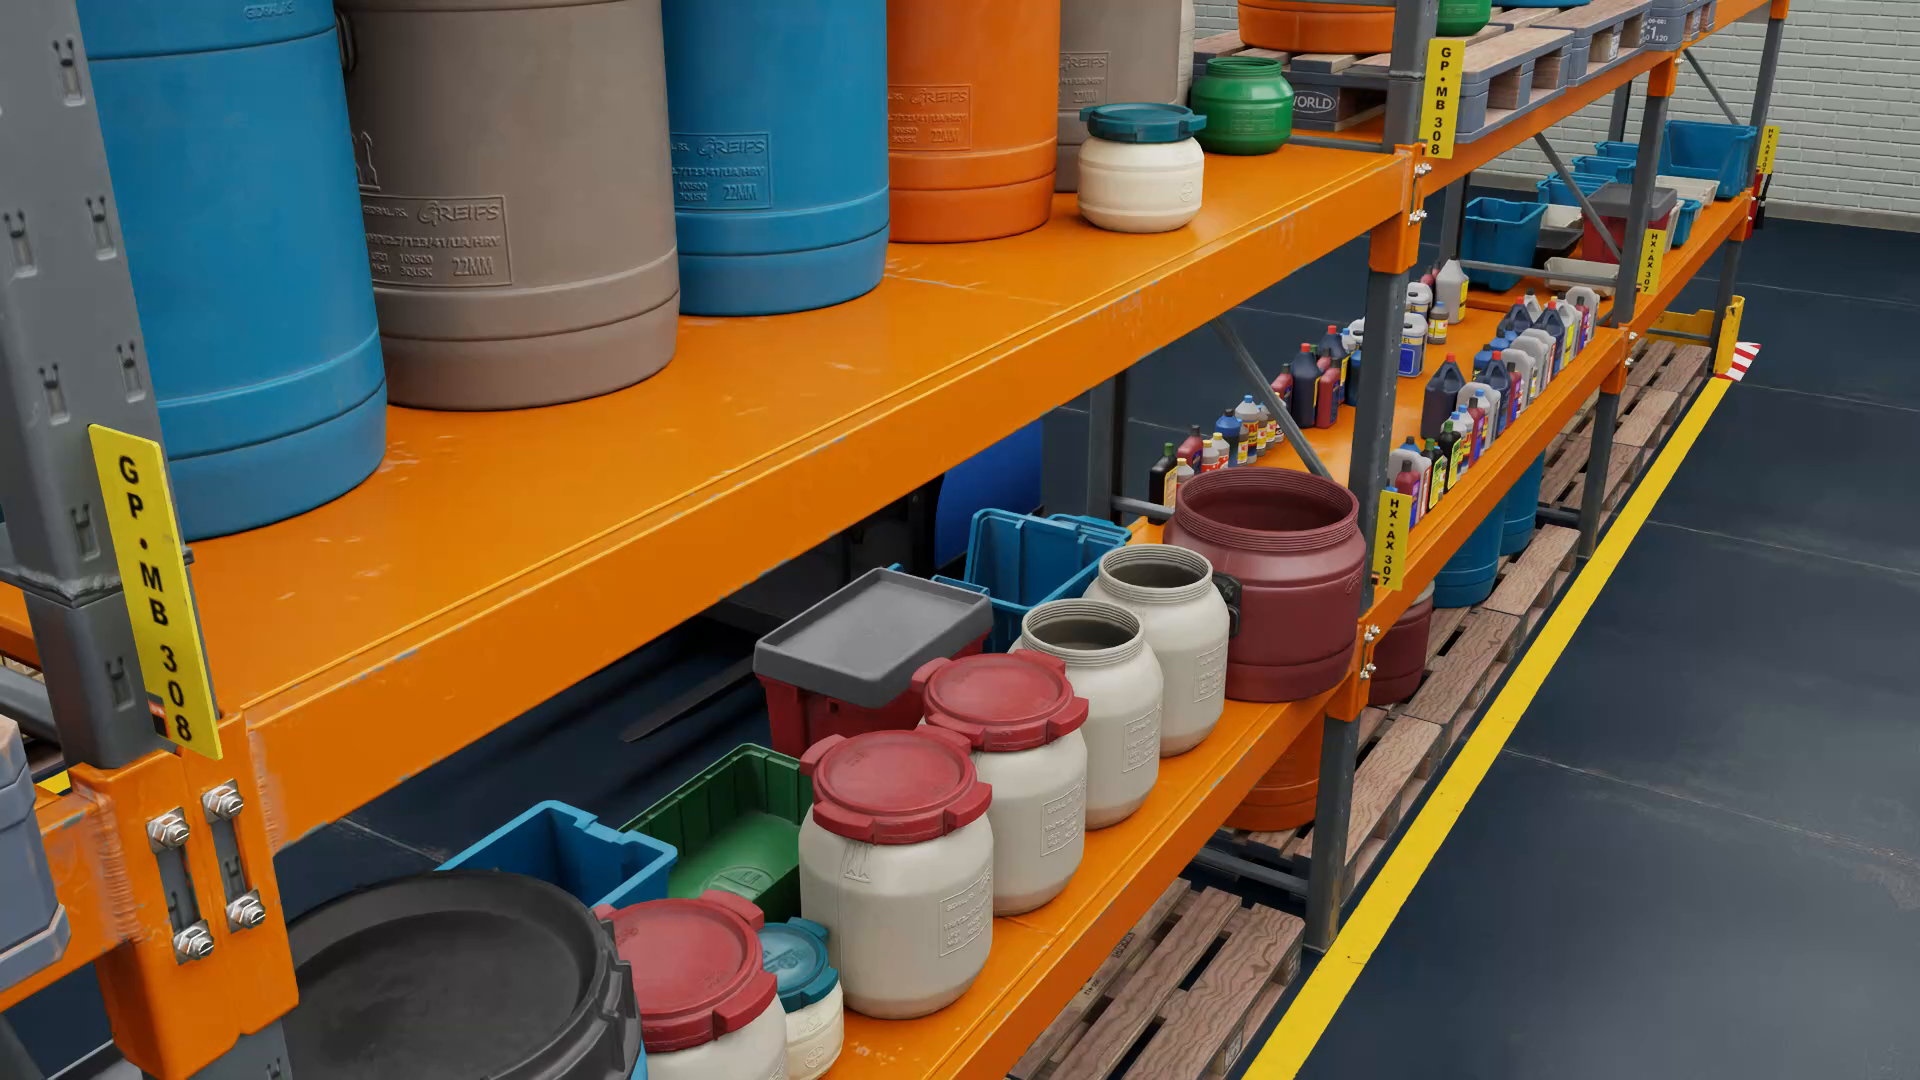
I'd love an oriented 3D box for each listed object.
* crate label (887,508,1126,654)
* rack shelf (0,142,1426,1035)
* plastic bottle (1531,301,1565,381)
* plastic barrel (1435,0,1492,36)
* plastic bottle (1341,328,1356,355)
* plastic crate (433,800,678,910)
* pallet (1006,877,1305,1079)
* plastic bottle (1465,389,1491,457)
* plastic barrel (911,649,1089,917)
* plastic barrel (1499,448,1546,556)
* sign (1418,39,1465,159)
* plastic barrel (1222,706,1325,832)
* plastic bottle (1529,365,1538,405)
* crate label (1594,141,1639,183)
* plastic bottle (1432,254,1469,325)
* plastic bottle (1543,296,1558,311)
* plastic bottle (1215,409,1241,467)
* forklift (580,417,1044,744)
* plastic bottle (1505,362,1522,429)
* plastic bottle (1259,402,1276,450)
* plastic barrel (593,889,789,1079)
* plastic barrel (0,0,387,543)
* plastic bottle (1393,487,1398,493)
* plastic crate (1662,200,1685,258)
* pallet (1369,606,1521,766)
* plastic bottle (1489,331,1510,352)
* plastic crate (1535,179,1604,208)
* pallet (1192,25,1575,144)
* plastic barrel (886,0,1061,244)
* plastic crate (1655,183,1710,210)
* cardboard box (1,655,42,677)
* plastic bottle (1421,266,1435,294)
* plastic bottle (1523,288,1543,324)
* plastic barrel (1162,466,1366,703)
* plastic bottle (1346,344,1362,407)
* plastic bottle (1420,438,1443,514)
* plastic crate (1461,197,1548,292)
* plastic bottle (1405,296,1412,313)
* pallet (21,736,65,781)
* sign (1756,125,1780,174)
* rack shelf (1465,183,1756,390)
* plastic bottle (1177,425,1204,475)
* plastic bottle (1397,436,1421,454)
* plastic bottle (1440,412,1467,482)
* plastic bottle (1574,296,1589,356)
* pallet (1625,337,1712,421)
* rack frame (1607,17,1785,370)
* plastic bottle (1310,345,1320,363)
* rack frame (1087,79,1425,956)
[{"bbox_3d":[0.140,0.227,4.904,0.502,0.435,0.616,14,27,29],"label":"crate label"},{"bbox_3d":[-0.161,-0.406,3.543,1.077,0.370,4.000,14,27,29],"label":"rack shelf"},{"bbox_3d":[2.699,-0.921,7.664,0.144,0.351,0.185,14,27,29],"label":"plastic bottle"},{"bbox_3d":[1.648,-1.842,5.621,0.294,0.245,0.294,0,23,0],"label":"plastic barrel"},{"bbox_3d":[1.740,-0.825,7.543,0.097,0.271,0.097,0,23,0],"label":"plastic bottle"},{"bbox_3d":[-0.899,0.885,3.450,0.392,0.384,0.575,14,27,29],"label":"plastic crate"},{"bbox_3d":[0.452,1.498,5.524,1.003,0.211,1.213,14,27,29],"label":"pallet"},{"bbox_3d":[2.090,-0.477,6.739,0.097,0.271,0.097,0,23,0],"label":"plastic bottle"},{"bbox_3d":[0.090,0.582,3.958,0.433,0.535,0.433,0,23,0],"label":"plastic barrel"},{"bbox_3d":[2.702,-0.435,8.591,0.600,0.901,0.708,14,27,29],"label":"plastic barrel"},{"bbox_3d":[1.365,-1.251,4.719,0.100,0.325,0.005,14,27,29],"label":"sign"},{"bbox_3d":[1.137,0.600,6.292,0.600,0.830,0.708,14,27,29],"label":"plastic barrel"},{"bbox_3d":[2.503,-0.709,7.363,0.097,0.201,0.097,0,23,0],"label":"plastic bottle"},{"bbox_3d":[4.704,-2.671,11.780,0.416,0.233,0.303,14,27,29],"label":"crate label"},{"bbox_3d":[2.521,-1.298,8.534,0.144,0.351,0.185,14,27,29],"label":"plastic bottle"},{"bbox_3d":[2.954,-1.113,8.295,0.097,0.201,0.097,0,23,0],"label":"plastic bottle"},{"bbox_3d":[1.045,-0.381,6.515,0.097,0.271,0.097,0,23,0],"label":"plastic bottle"},{"bbox_3d":[-0.789,-0.887,7.609,1.130,2.935,3.031,15,28,31],"label":"forklift"},{"bbox_3d":[2.335,-0.626,7.067,0.061,0.283,0.133,14,27,29],"label":"plastic bottle"},{"bbox_3d":[1.251,-0.480,6.833,0.097,0.201,0.097,0,23,0],"label":"plastic bottle"},{"bbox_3d":[-0.525,0.976,3.049,0.433,0.535,0.433,0,23,0],"label":"plastic barrel"},{"bbox_3d":[-1.133,-0.509,2.242,0.600,0.901,0.708,14,27,29],"label":"plastic barrel"},{"bbox_3d":[1.532,-0.088,5.928,0.097,0.201,0.097,0,23,0],"label":"plastic bottle"},{"bbox_3d":[3.965,-1.835,9.786,0.437,0.282,0.530,14,27,29],"label":"plastic crate"},{"bbox_3d":[1.918,0.560,7.691,1.003,0.211,1.213,14,27,29],"label":"pallet"},{"bbox_3d":[2.425,-0.806,7.498,0.097,0.271,0.097,0,23,0],"label":"plastic bottle"},{"bbox_3d":[3.851,-2.126,10.520,0.416,0.233,0.300,14,27,29],"label":"plastic crate"},{"bbox_3d":[1.380,-1.562,5.546,1.003,0.211,1.213,14,27,29],"label":"pallet"},{"bbox_3d":[-0.069,-1.156,3.829,0.600,0.830,0.708,14,27,29],"label":"plastic barrel"},{"bbox_3d":[4.672,-2.234,10.890,0.396,0.136,0.243,14,27,29],"label":"plastic crate"},{"bbox_3d":[-3.917,0.313,6.979,0.500,0.311,0.500,14,27,29],"label":"cardboard box"},{"bbox_3d":[2.377,-1.252,8.513,0.061,0.283,0.133,14,27,29],"label":"plastic bottle"},{"bbox_3d":[2.674,-1.014,7.878,0.144,0.351,0.185,14,27,29],"label":"plastic bottle"},{"bbox_3d":[0.906,0.123,5.020,0.600,0.536,0.708,14,27,29],"label":"plastic barrel"},{"bbox_3d":[1.760,-0.729,7.321,0.097,0.271,0.097,0,23,0],"label":"plastic bottle"},{"bbox_3d":[1.750,-0.252,6.202,0.061,0.283,0.133,14,27,29],"label":"plastic bottle"},{"bbox_3d":[2.960,-1.634,9.194,0.392,0.384,0.575,14,27,29],"label":"plastic crate"},{"bbox_3d":[2.158,-1.093,8.160,0.097,0.271,0.097,0,23,0],"label":"plastic bottle"},{"bbox_3d":[-4.424,0.885,6.939,1.003,0.211,1.213,14,27,29],"label":"pallet"},{"bbox_3d":[5.589,-2.700,11.506,0.100,0.325,0.005,14,27,29],"label":"sign"},{"bbox_3d":[4.059,-1.730,10.376,1.077,0.370,4.000,14,27,29],"label":"rack shelf"},{"bbox_3d":[0.866,-0.285,6.280,0.061,0.283,0.133,14,27,29],"label":"plastic bottle"},{"bbox_3d":[1.673,-0.256,6.229,0.097,0.271,0.097,0,23,0],"label":"plastic bottle"},{"bbox_3d":[1.917,-0.367,6.483,0.097,0.271,0.097,0,23,0],"label":"plastic bottle"},{"bbox_3d":[2.987,-1.043,8.030,0.061,0.283,0.133,14,27,29],"label":"plastic bottle"},{"bbox_3d":[4.646,-1.185,11.722,1.003,0.211,1.213,14,27,29],"label":"pallet"},{"bbox_3d":[5.113,-2.735,11.792,1.000,3.000,0.127,14,27,29],"label":"rack frame"},{"bbox_3d":[1.515,-0.700,7.239,0.061,0.283,0.133,14,27,29],"label":"plastic bottle"},{"bbox_3d":[0.894,-0.035,5.555,1.000,3.000,0.127,14,27,29],"label":"rack frame"}]
